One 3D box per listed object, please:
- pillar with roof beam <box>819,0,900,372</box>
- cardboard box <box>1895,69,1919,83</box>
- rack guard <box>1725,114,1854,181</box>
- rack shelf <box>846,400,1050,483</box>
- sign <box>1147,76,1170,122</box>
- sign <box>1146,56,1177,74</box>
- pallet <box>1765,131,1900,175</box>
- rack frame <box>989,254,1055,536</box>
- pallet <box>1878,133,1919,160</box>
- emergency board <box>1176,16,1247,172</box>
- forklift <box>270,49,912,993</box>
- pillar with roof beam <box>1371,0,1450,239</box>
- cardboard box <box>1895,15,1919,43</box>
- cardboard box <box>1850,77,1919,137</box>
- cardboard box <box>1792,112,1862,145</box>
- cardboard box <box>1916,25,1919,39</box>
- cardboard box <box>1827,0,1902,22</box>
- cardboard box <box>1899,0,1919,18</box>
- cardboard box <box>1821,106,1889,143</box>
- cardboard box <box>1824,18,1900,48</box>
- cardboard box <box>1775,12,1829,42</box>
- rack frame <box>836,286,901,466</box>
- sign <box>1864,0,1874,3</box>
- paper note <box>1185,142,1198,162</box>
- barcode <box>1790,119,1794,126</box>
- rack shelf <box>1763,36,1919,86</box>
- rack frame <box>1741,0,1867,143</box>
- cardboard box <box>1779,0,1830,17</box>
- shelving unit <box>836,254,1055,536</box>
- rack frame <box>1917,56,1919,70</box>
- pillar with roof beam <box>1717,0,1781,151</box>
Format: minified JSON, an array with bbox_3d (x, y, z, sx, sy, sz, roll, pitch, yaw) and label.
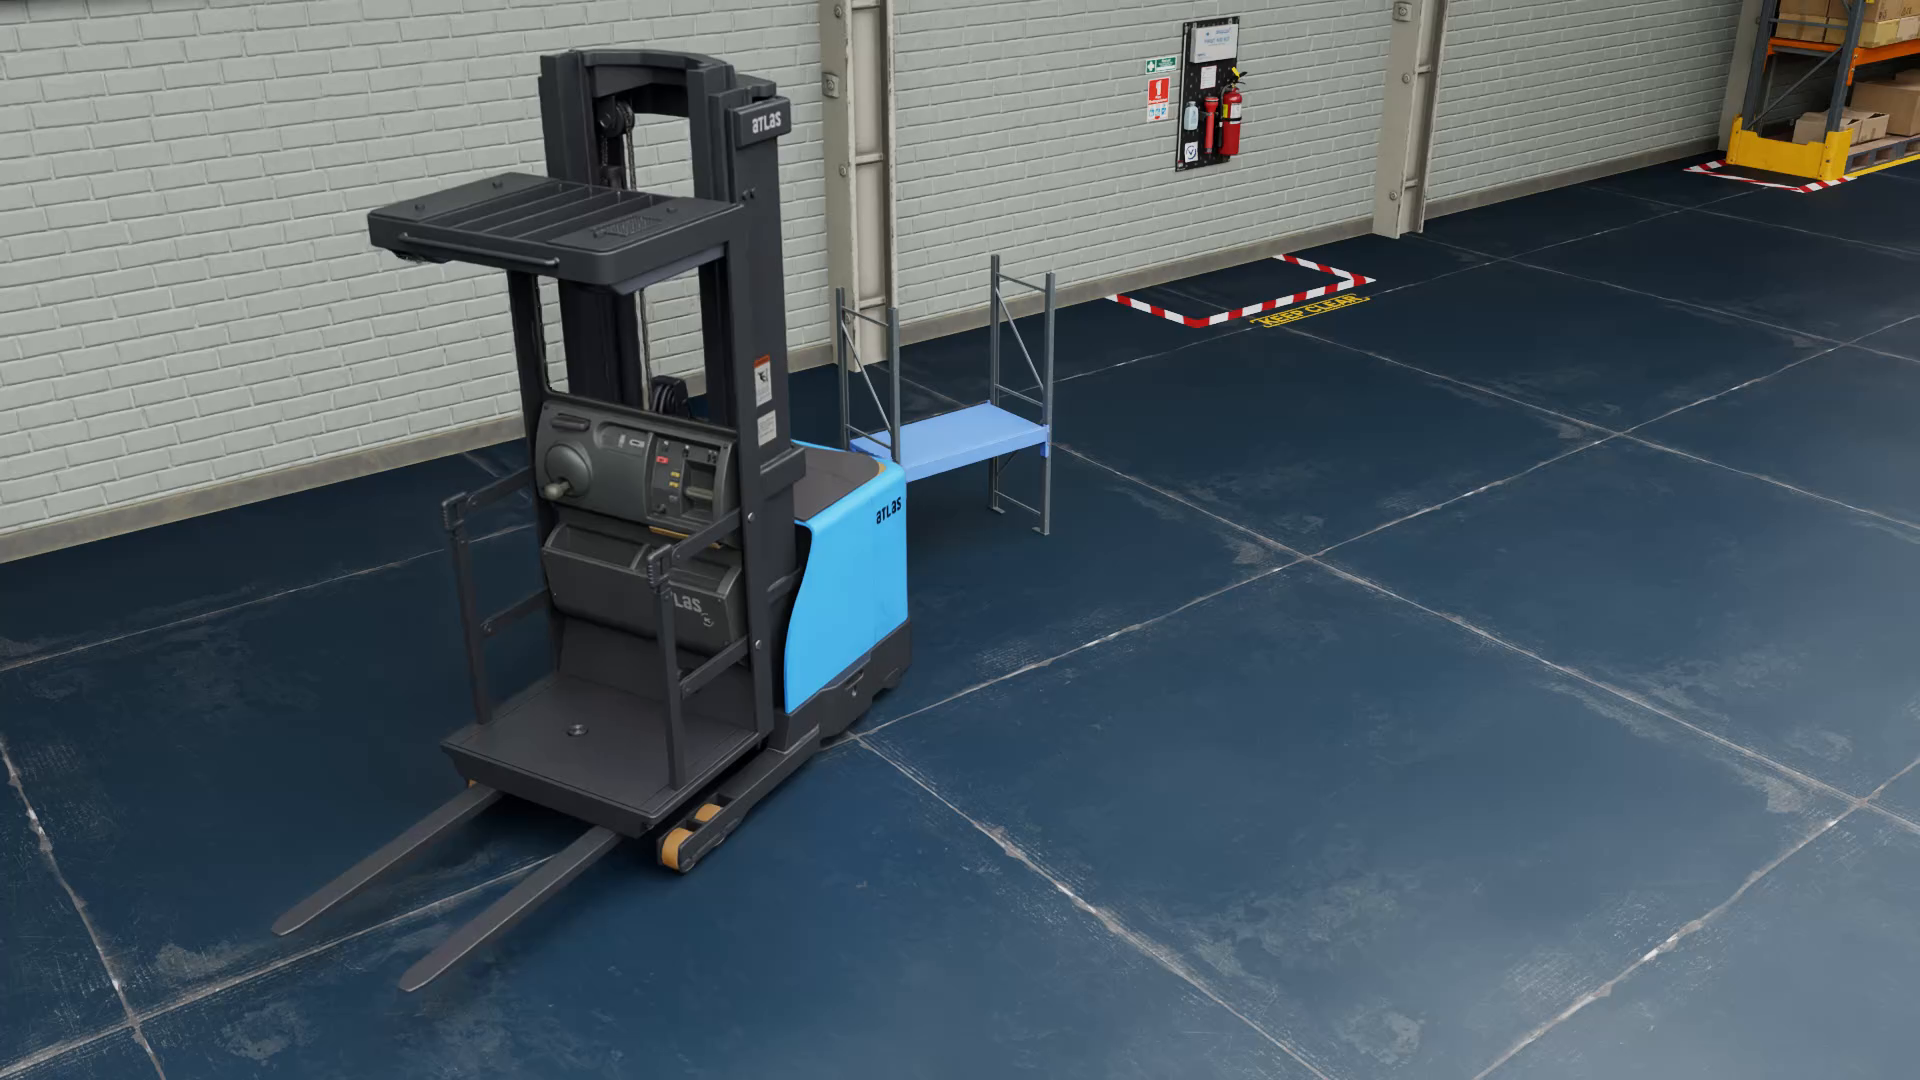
[{"bbox_3d":[1.971,-3.948,7.068,0.400,9.000,9.100,-18,31,-34],"label":"pillar with roof beam"},{"bbox_3d":[11.097,-5.124,19.174,0.500,0.500,0.500,-21,32,-38],"label":"cardboard box"},{"bbox_3d":[8.801,-4.188,17.680,0.348,0.500,1.175,-18,31,-34],"label":"rack guard"},{"bbox_3d":[-0.067,-0.495,8.962,1.000,0.185,0.538,-18,31,-34],"label":"rack shelf"},{"bbox_3d":[1.570,-3.489,13.163,0.234,0.329,0.001,-18,31,-34],"label":"sign"},{"bbox_3d":[1.579,-3.728,13.048,0.331,0.109,0.001,-18,31,-34],"label":"sign"},{"bbox_3d":[9.462,-4.256,18.170,1.213,0.211,1.003,-18,31,-34],"label":"pallet"},{"bbox_3d":[0.333,-0.790,9.171,0.032,1.500,0.500,-18,31,-34],"label":"rack frame"},{"bbox_3d":[10.421,-4.572,18.850,1.213,0.211,1.003,-18,31,-34],"label":"pallet"},{"bbox_3d":[2.068,-3.583,13.406,0.643,1.169,0.194,-18,31,-34],"label":"emergency board"},{"bbox_3d":[-1.382,-0.258,6.323,1.130,2.935,3.031,13,28,26],"label":"forklift"},{"bbox_3d":[6.693,-5.507,10.427,0.400,9.000,9.100,-18,31,-34],"label":"pillar with roof beam"},{"bbox_3d":[9.721,-5.404,17.486,0.500,0.250,0.500,-19,31,-36],"label":"cardboard box"},{"bbox_3d":[10.398,-4.840,18.562,0.500,0.500,0.700,-21,32,-37],"label":"cardboard box"},{"bbox_3d":[9.341,-4.432,17.908,0.500,0.311,0.500,-23,33,-40],"label":"cardboard box"},{"bbox_3d":[10.125,-5.535,17.767,0.500,0.250,0.500,-19,31,-35],"label":"cardboard box"},{"bbox_3d":[9.302,-5.608,17.034,0.500,0.500,0.500,-18,31,-34],"label":"cardboard box"},{"bbox_3d":[9.697,-5.733,17.303,0.500,0.500,0.500,-18,30,-34],"label":"cardboard box"},{"bbox_3d":[9.790,-4.580,18.227,0.500,0.311,0.500,-15,29,-30],"label":"cardboard box"},{"bbox_3d":[9.321,-5.265,17.185,0.500,0.250,0.500,-19,31,-35],"label":"cardboard box"},{"bbox_3d":[8.989,-5.429,17.539,0.500,0.250,0.500,-18,30,-33],"label":"cardboard box"},{"bbox_3d":[-0.467,-0.526,8.602,0.032,1.500,0.500,-18,31,-34],"label":"rack frame"},{"bbox_3d":[9.076,-5.515,16.542,0.005,0.325,0.100,-18,31,-34],"label":"sign"},{"bbox_3d":[1.886,-3.160,13.542,0.142,0.148,0.016,-18,31,-34],"label":"paper note"},{"bbox_3d":[9.108,-4.573,18.202,0.075,0.075,0.001,-18,31,-34],"label":"barcode"},{"bbox_3d":[10.315,-5.495,18.382,4.000,0.370,1.077,-18,31,-34],"label":"rack shelf"},{"bbox_3d":[8.741,-5.302,17.111,0.127,3.000,1.000,-18,31,-34],"label":"rack frame"},{"bbox_3d":[8.981,-5.776,17.396,0.500,0.500,0.500,-19,31,-35],"label":"cardboard box"},{"bbox_3d":[-0.067,-0.658,8.887,1.048,1.500,0.538,-18,31,-34],"label":"shelving unit"},{"bbox_3d":[11.889,-6.341,19.350,0.127,3.000,1.000,-18,31,-34],"label":"rack frame"},{"bbox_3d":[11.414,-7.066,13.785,0.400,9.000,9.100,-18,31,-34],"label":"pillar with roof beam"}]
